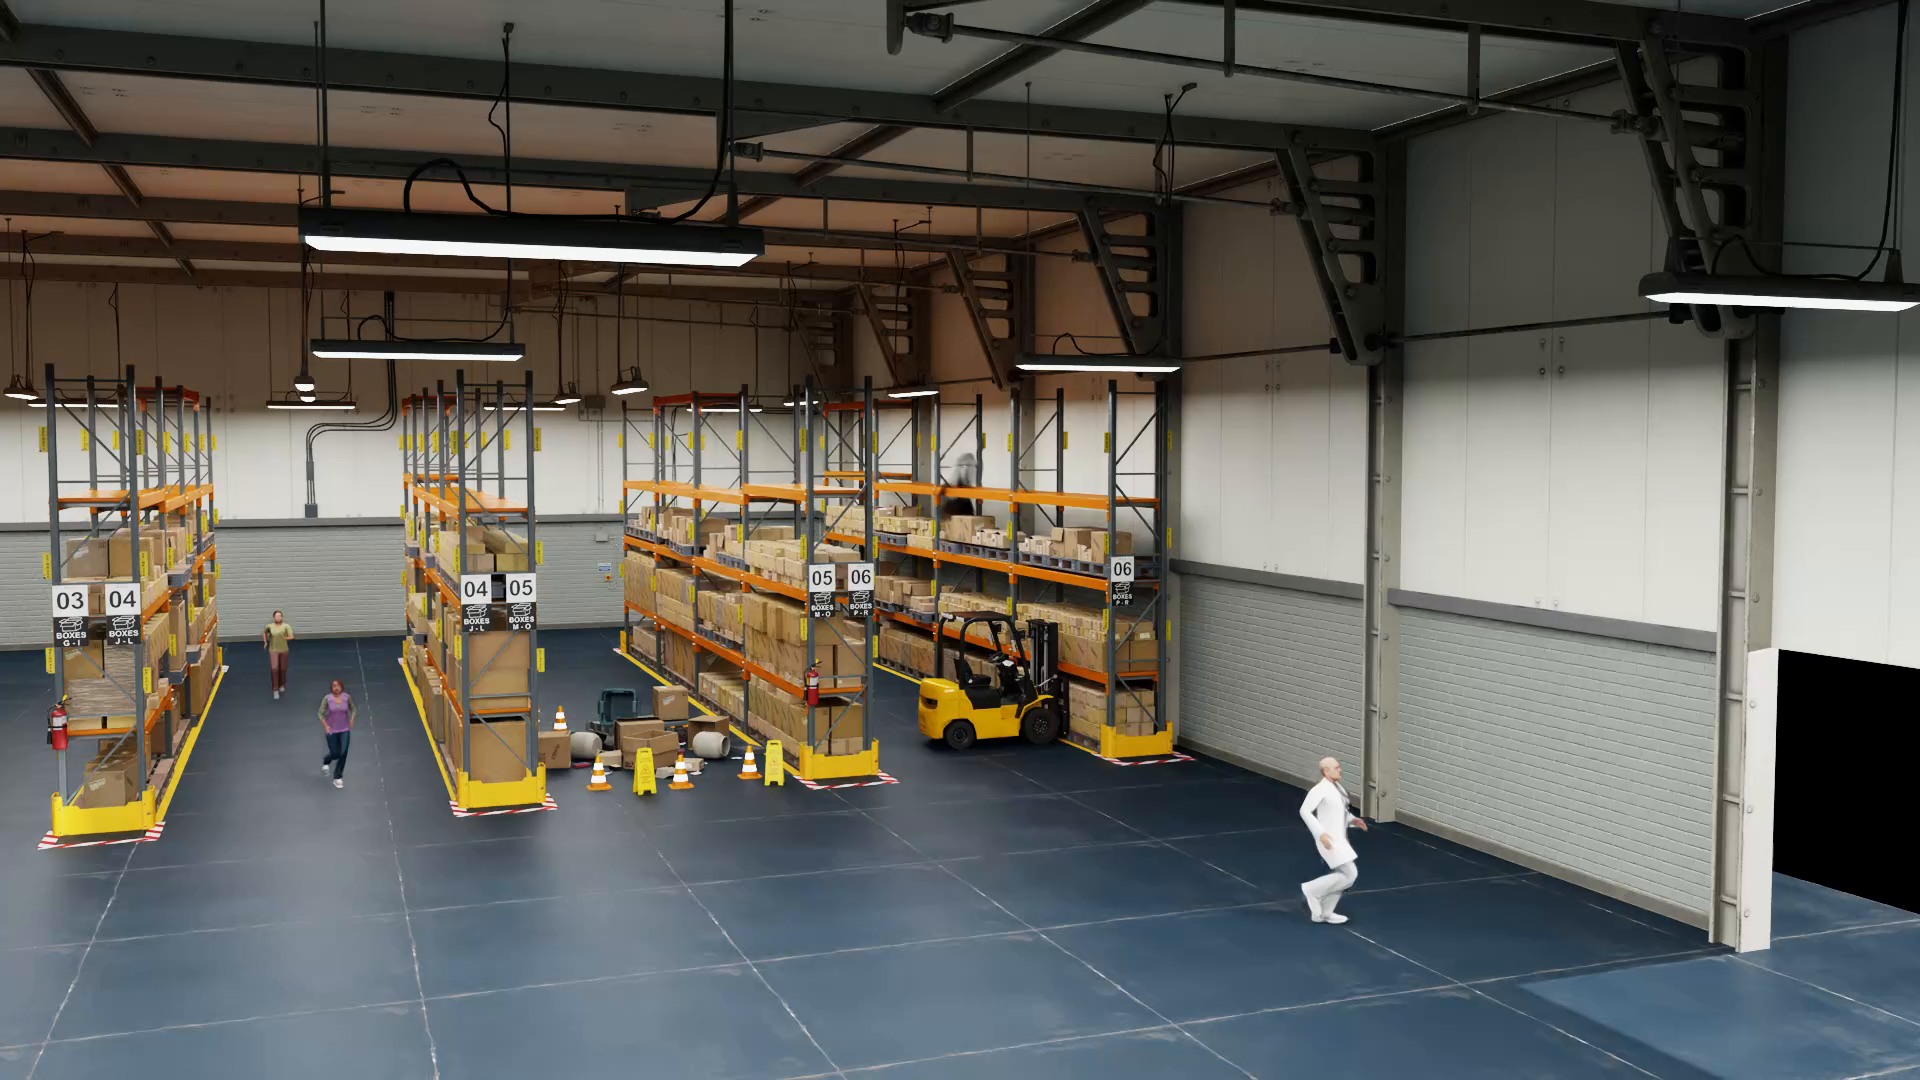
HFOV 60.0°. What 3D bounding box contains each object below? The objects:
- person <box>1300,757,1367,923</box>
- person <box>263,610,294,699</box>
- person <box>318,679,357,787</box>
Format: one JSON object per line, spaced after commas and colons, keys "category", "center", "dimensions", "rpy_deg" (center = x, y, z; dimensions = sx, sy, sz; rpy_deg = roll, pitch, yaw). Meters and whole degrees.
{"category": "person", "center": [3.898, 3.126, 17.274], "dimensions": [0.624, 1.731, 0.714], "rpy_deg": [2, 4, 29]}
{"category": "person", "center": [-13.440, 2.235, 32.811], "dimensions": [0.555, 1.709, 0.854], "rpy_deg": [-2, 4, -26]}
{"category": "person", "center": [-9.116, 2.809, 24.367], "dimensions": [0.534, 1.575, 0.591], "rpy_deg": [-2, 4, -31]}
